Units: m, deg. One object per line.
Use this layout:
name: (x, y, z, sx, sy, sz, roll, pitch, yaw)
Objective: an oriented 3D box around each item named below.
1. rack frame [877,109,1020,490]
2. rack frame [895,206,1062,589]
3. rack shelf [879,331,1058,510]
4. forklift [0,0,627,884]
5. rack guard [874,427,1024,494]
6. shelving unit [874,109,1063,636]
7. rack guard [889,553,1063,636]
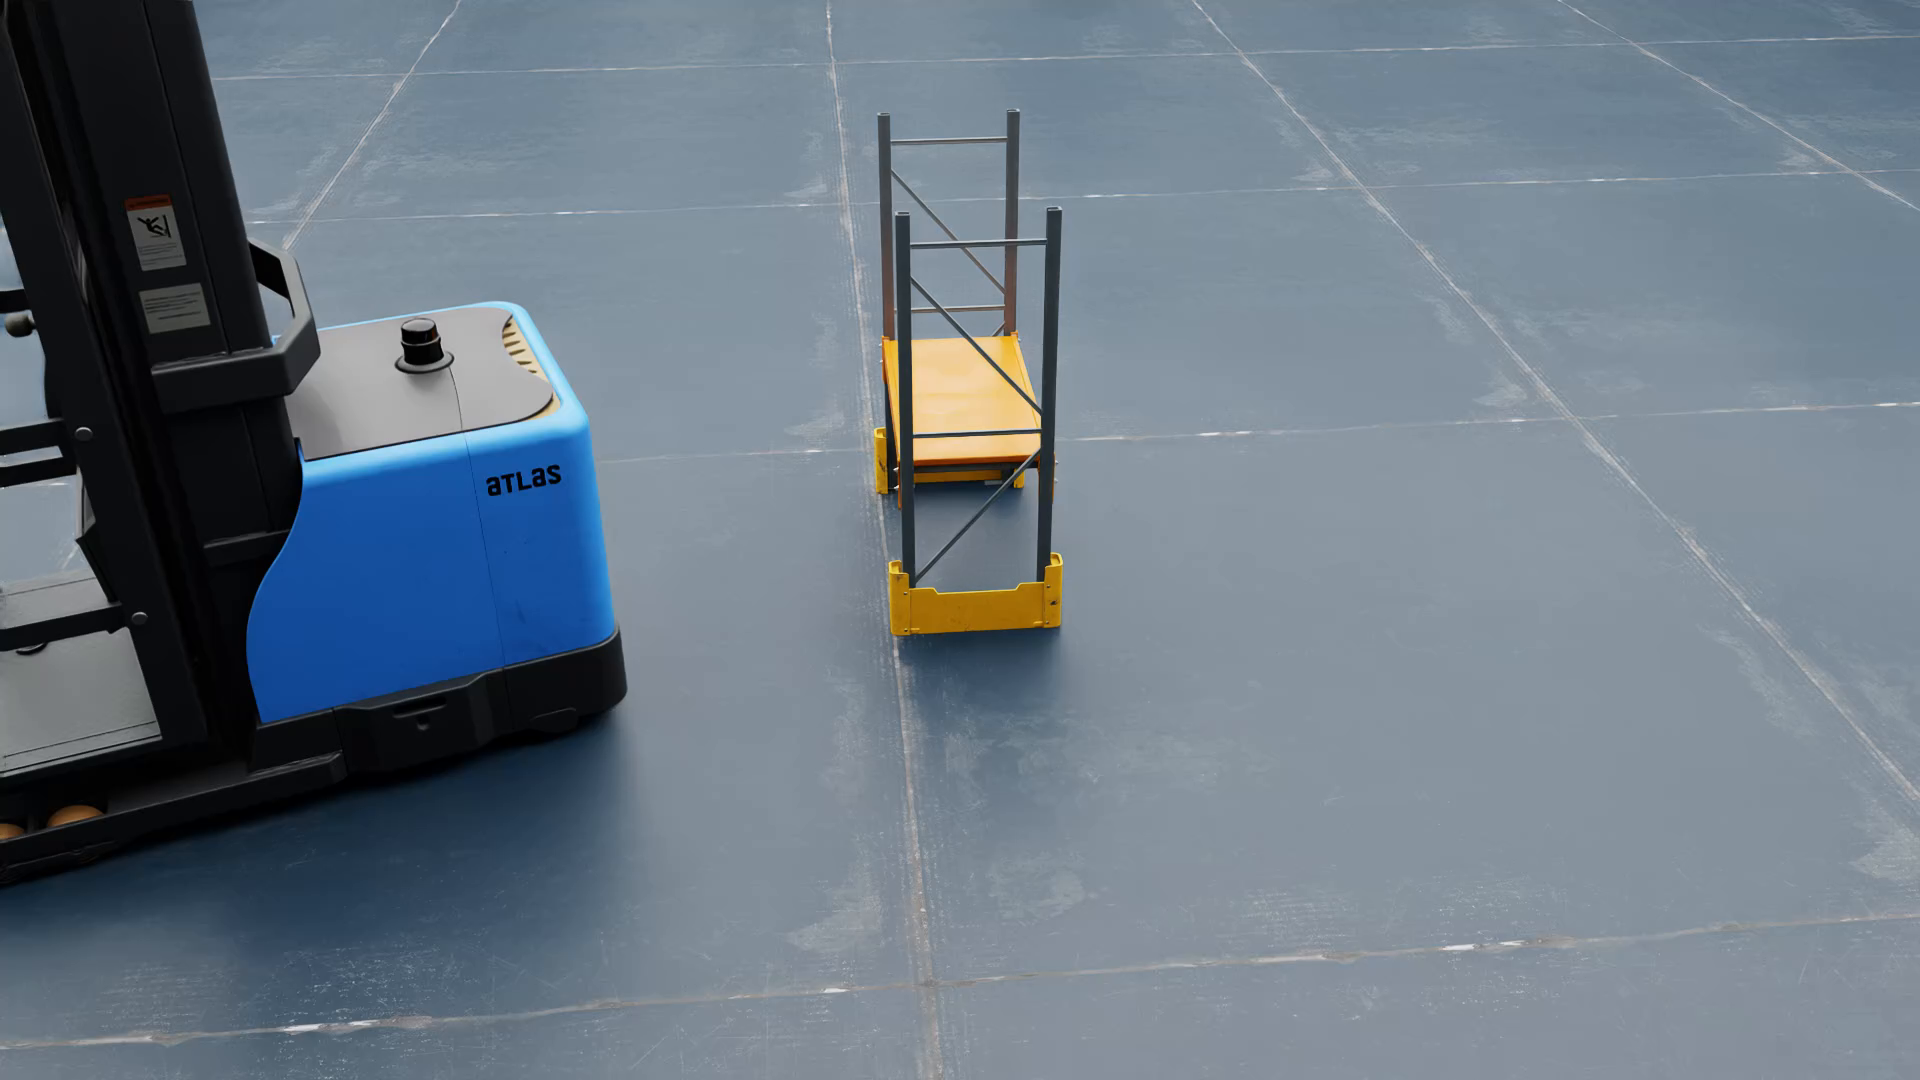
rack frame: (-0.040, -0.860, 6.227, 0.500, 1.500, 0.032, -3, 31, -5)
rack frame: (0.055, -0.341, 5.358, 0.500, 1.500, 0.032, -3, 31, -5)
rack shelf: (0.008, -0.446, 5.885, 0.538, 0.185, 1.000, -3, 31, -5)
forklift: (-2.623, -0.607, 4.408, 3.031, 2.935, 1.130, -13, 33, -21)
rack guard: (-0.039, -0.323, 6.546, 0.587, 0.250, 0.087, -3, 31, -5)
shelving unit: (0.007, -0.605, 5.800, 0.587, 1.500, 1.083, -3, 31, -5)
rack guard: (0.054, 0.186, 5.695, 0.587, 0.250, 0.087, -3, 31, -5)
